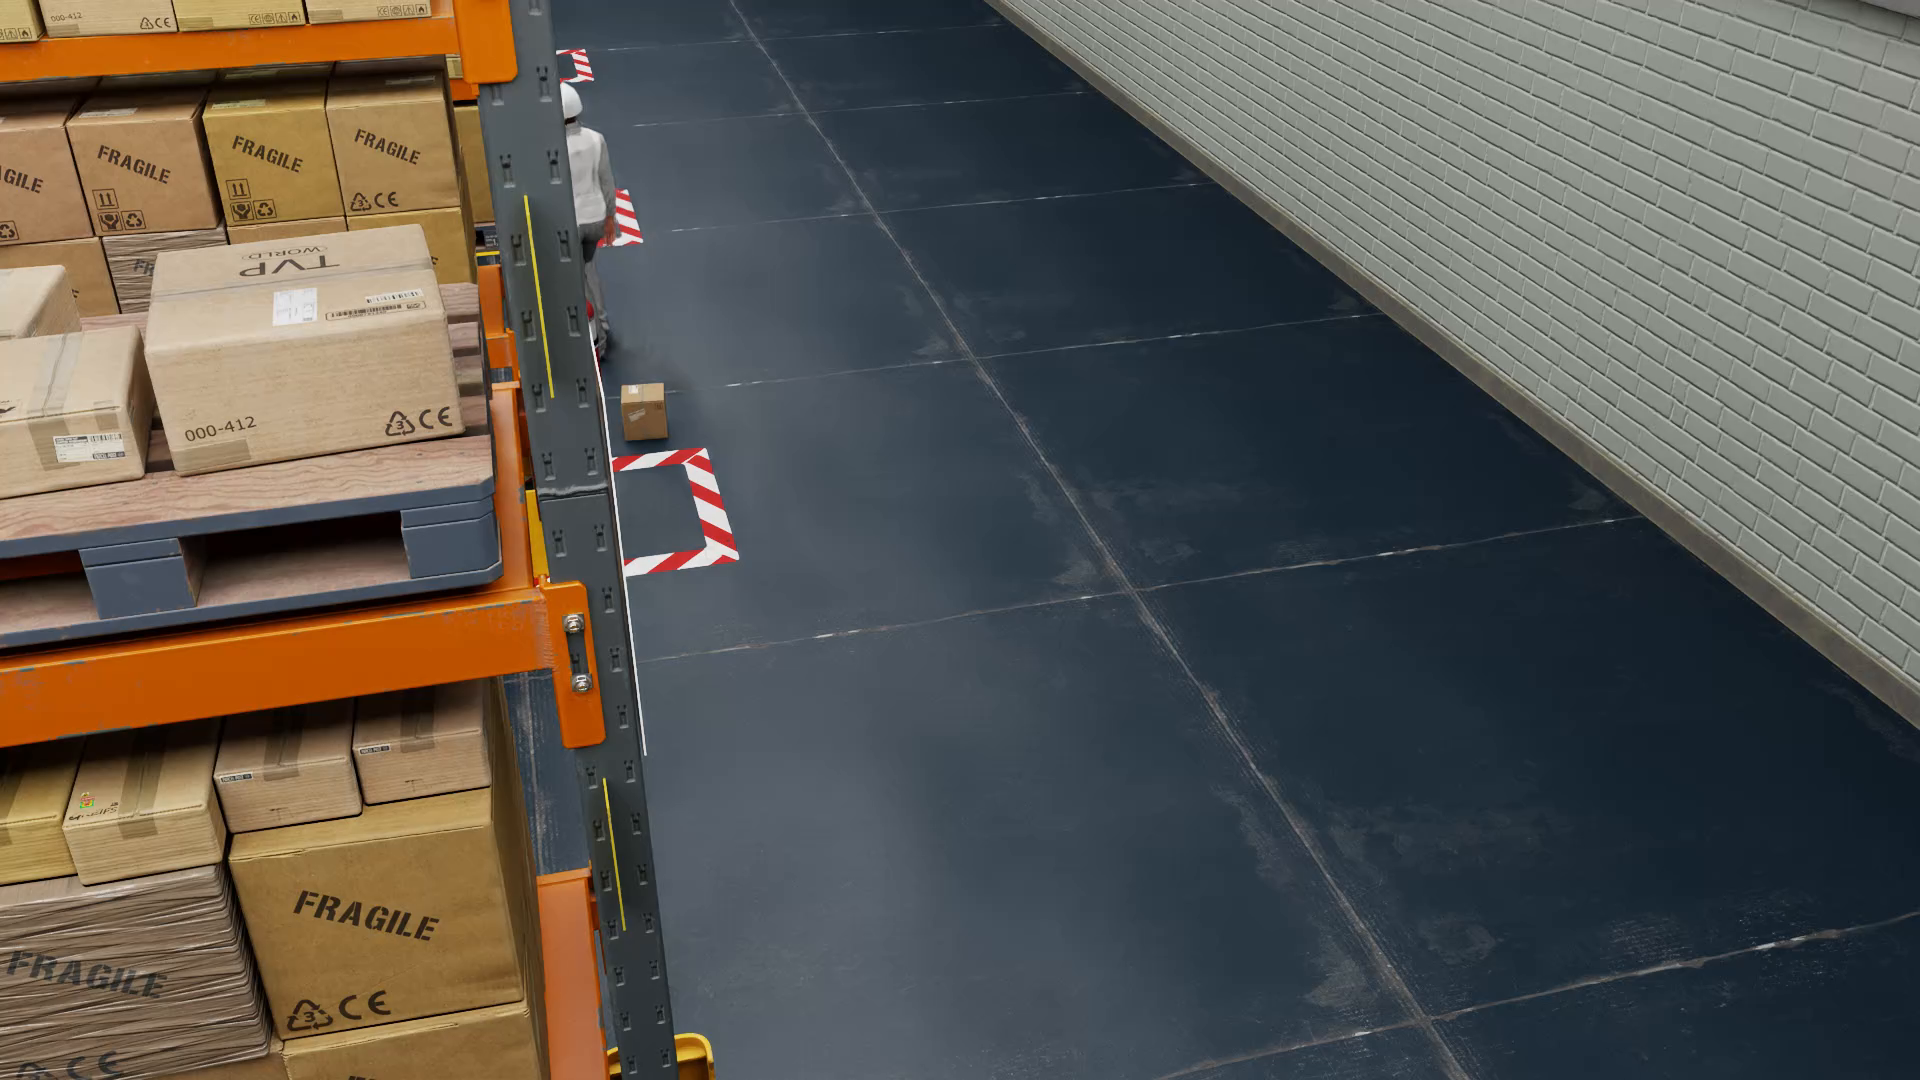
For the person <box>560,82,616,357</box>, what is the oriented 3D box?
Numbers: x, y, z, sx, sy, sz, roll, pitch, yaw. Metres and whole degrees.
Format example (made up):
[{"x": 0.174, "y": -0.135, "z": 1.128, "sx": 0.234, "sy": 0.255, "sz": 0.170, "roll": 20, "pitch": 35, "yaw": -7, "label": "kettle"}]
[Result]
[{"x": -2.485, "y": -2.021, "z": 10.599, "sx": 0.537, "sy": 1.815, "sz": 0.503, "roll": -26, "pitch": 39, "yaw": -37, "label": "person"}]
